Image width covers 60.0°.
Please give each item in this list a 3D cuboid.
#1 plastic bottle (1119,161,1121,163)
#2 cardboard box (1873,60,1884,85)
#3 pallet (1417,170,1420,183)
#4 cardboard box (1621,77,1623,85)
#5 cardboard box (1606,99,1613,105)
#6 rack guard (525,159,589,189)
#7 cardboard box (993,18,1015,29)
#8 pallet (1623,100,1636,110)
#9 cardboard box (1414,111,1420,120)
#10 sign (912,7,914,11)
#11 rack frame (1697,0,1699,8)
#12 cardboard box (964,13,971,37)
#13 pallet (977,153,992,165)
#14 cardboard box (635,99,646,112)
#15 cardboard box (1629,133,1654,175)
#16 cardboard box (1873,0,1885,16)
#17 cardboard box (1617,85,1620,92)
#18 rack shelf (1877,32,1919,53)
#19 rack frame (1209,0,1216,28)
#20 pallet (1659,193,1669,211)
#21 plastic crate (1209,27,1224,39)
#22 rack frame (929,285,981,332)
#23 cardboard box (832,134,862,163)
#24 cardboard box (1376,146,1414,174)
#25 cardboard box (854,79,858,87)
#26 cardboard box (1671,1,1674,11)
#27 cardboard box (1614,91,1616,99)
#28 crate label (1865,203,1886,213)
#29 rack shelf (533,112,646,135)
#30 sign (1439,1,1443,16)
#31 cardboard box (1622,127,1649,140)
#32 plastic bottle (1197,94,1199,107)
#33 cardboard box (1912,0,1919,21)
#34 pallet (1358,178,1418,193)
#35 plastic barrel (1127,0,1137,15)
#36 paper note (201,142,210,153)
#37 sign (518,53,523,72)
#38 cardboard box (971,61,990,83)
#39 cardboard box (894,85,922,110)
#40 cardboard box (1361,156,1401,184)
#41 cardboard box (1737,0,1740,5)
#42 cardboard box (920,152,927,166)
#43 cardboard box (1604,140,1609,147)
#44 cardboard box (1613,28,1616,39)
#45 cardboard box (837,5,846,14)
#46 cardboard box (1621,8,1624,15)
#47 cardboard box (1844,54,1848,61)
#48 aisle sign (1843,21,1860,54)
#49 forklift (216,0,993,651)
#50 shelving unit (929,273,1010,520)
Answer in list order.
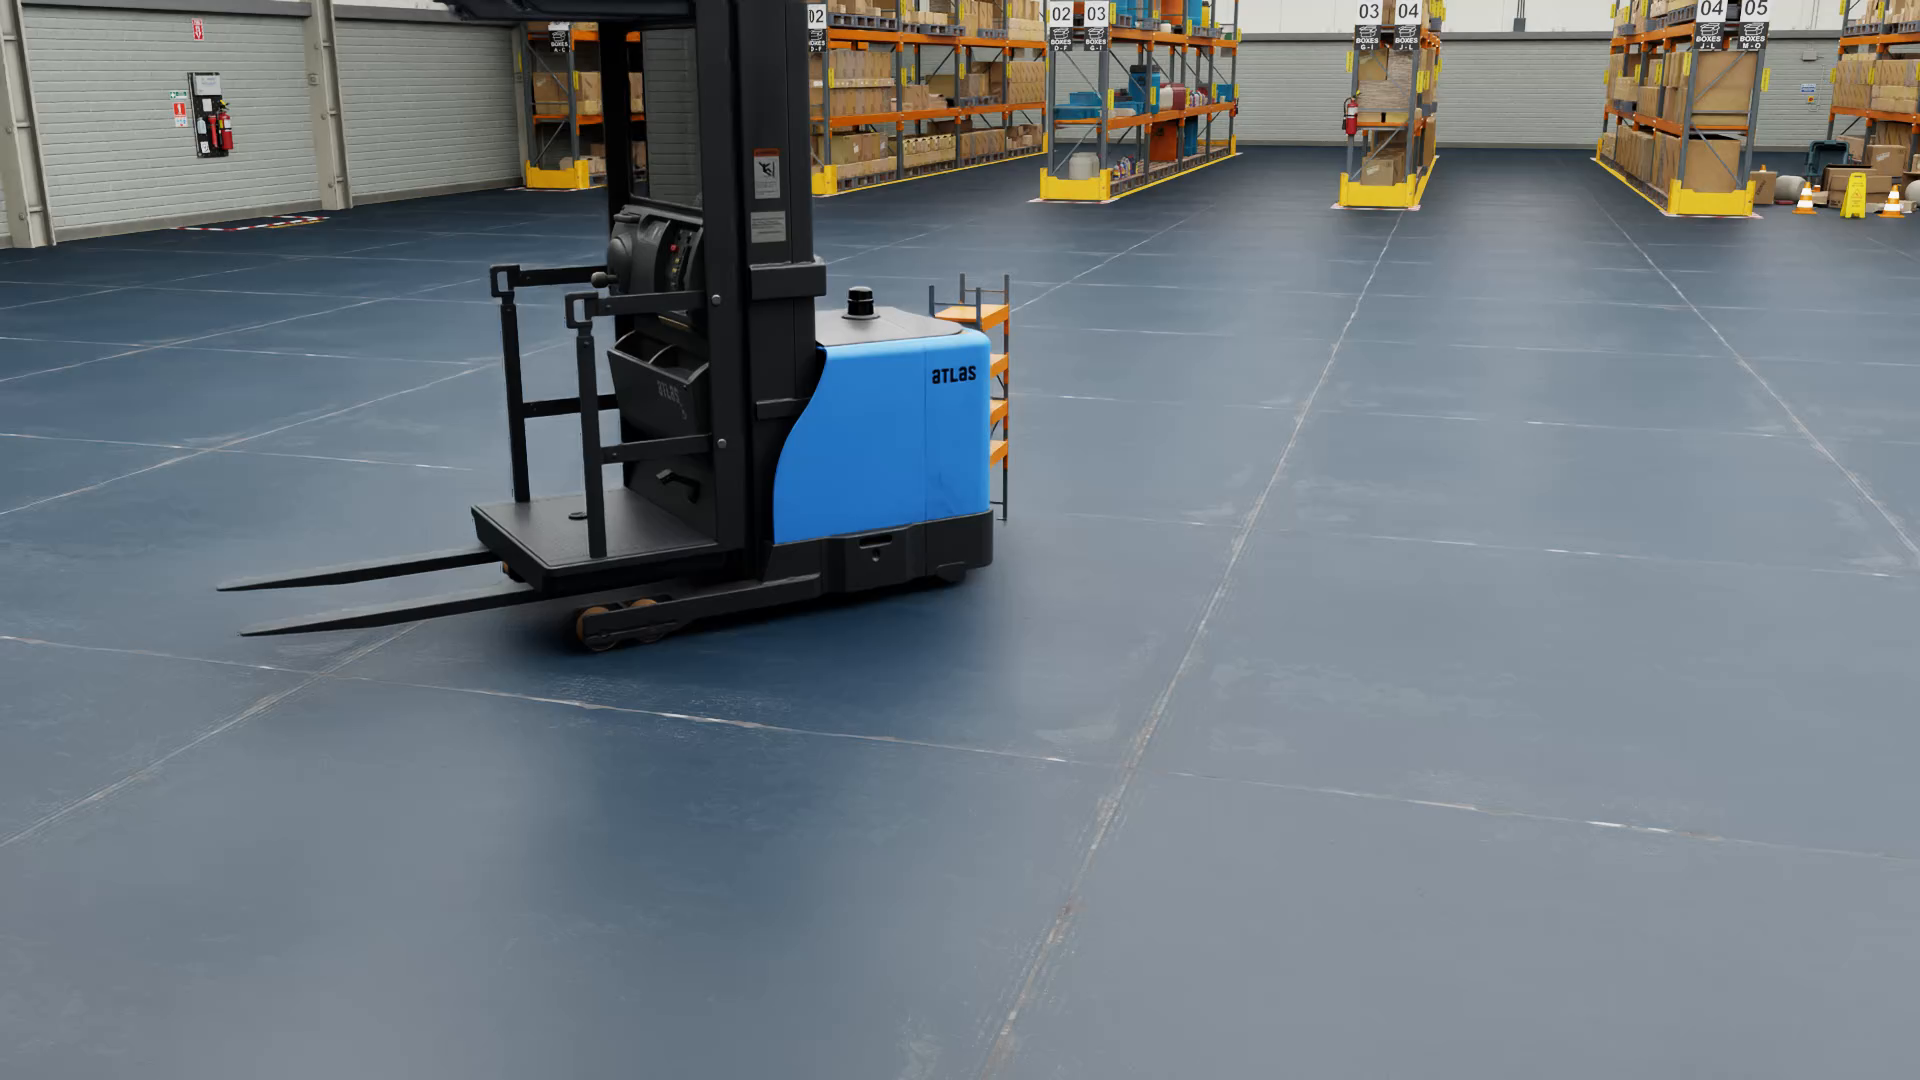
[{"bbox_3d":[2.957,-6.861,30.693,0.061,0.283,0.133,5,16,16],"label":"plastic bottle"},{"bbox_3d":[19.239,-9.657,34.364,0.500,0.500,0.500,5,17,17],"label":"cardboard box"},{"bbox_3d":[8.429,-7.079,32.399,1.003,0.211,1.213,5,16,16],"label":"pallet"},{"bbox_3d":[13.945,-9.540,34.567,0.380,0.149,0.250,5,17,18],"label":"cardboard box"},{"bbox_3d":[15.435,-10.308,39.136,0.380,0.149,0.250,4,16,14],"label":"cardboard box"},{"bbox_3d":[-7.498,-6.819,30.956,1.175,0.500,0.348,5,16,16],"label":"rack guard"},{"bbox_3d":[1.017,-12.478,40.186,0.500,0.250,0.500,5,16,16],"label":"cardboard box"},{"bbox_3d":[14.251,-8.960,34.275,1.003,0.211,1.213,5,16,16],"label":"pallet"},{"bbox_3d":[7.556,-7.170,28.071,0.380,0.149,0.250,5,16,16],"label":"cardboard box"},{"bbox_3d":[-1.015,-11.446,36.243,0.100,0.325,0.005,5,16,16],"label":"sign"},{"bbox_3d":[11.454,-9.325,24.214,1.000,3.000,0.127,5,16,16],"label":"rack frame"},{"bbox_3d":[-0.259,-11.453,37.032,0.910,0.500,0.500,5,16,16],"label":"cardboard box"},{"bbox_3d":[0.101,-8.881,38.753,1.003,0.211,1.213,5,16,16],"label":"pallet"},{"bbox_3d":[-6.505,-8.576,32.807,0.500,0.250,0.500,5,16,16],"label":"cardboard box"},{"bbox_3d":[13.223,-7.270,31.317,1.050,0.750,0.750,5,17,17],"label":"cardboard box"},{"bbox_3d":[19.992,-11.319,35.600,0.797,0.503,0.637,6,17,20],"label":"cardboard box"},{"bbox_3d":[14.094,-9.531,35.082,0.380,0.149,0.250,4,16,13],"label":"cardboard box"},{"bbox_3d":[19.071,-9.795,32.685,1.077,0.370,4.000,5,16,16],"label":"rack shelf"},{"bbox_3d":[5.389,-13.259,38.086,1.000,3.000,0.127,5,16,16],"label":"rack frame"},{"bbox_3d":[11.607,-5.312,26.172,1.003,0.211,1.213,5,16,16],"label":"pallet"},{"bbox_3d":[6.005,-12.057,39.584,0.497,0.269,0.590,5,16,16],"label":"plastic crate"},{"bbox_3d":[-0.022,-0.557,7.593,0.240,1.200,0.015,5,16,16],"label":"rack frame"},{"bbox_3d":[-2.133,-7.245,30.770,0.500,0.500,0.500,5,16,16],"label":"cardboard box"},{"bbox_3d":[8.213,-7.188,31.448,0.700,0.500,0.500,5,16,16],"label":"cardboard box"},{"bbox_3d":[-2.087,-8.402,30.583,0.380,0.149,0.250,4,16,15],"label":"cardboard box"},{"bbox_3d":[12.018,-8.856,27.564,0.380,0.149,0.250,5,16,16],"label":"cardboard box"},{"bbox_3d":[14.312,-9.592,35.841,0.380,0.149,0.250,4,16,13],"label":"cardboard box"},{"bbox_3d":[14.118,-5.124,25.644,0.250,0.136,0.298,-4,16,-13],"label":"crate label"},{"bbox_3d":[-6.951,-8.179,32.488,1.077,0.370,4.000,5,16,16],"label":"rack shelf"},{"bbox_3d":[10.661,-11.793,36.888,0.100,0.325,0.005,5,16,16],"label":"sign"},{"bbox_3d":[14.103,-8.493,34.712,0.500,0.250,0.500,5,17,18],"label":"cardboard box"},{"bbox_3d":[5.340,-9.958,37.668,0.152,0.276,0.135,5,16,16],"label":"plastic bottle"},{"bbox_3d":[18.602,-10.141,31.636,0.700,0.500,0.500,4,16,13],"label":"cardboard box"},{"bbox_3d":[7.707,-6.376,29.923,1.003,0.211,1.213,5,16,16],"label":"pallet"},{"bbox_3d":[3.052,-10.114,31.576,0.600,0.901,0.708,5,16,16],"label":"plastic barrel"},{"bbox_3d":[-10.711,-5.574,23.599,0.016,0.148,0.142,5,16,16],"label":"paper note"},{"bbox_3d":[-8.046,-8.759,30.514,0.100,0.325,0.005,5,16,16],"label":"sign"},{"bbox_3d":[0.537,-11.440,40.650,0.500,0.500,0.500,5,17,16],"label":"cardboard box"},{"bbox_3d":[-1.106,-9.182,34.522,0.500,0.500,0.500,5,16,16],"label":"cardboard box"},{"bbox_3d":[7.058,-6.170,27.898,0.500,0.500,0.500,10,18,30],"label":"cardboard box"},{"bbox_3d":[11.931,-8.143,25.051,0.380,0.149,0.250,5,17,16],"label":"cardboard box"},{"bbox_3d":[-0.989,-7.900,34.455,0.500,0.250,0.500,4,16,14],"label":"cardboard box"},{"bbox_3d":[15.313,-9.284,38.975,0.380,0.149,0.250,5,17,18],"label":"cardboard box"},{"bbox_3d":[15.629,-11.898,39.058,0.500,0.250,0.500,5,17,18],"label":"cardboard box"},{"bbox_3d":[-2.266,-9.505,29.779,0.380,0.149,0.250,5,16,16],"label":"cardboard box"},{"bbox_3d":[15.087,-11.893,37.392,0.380,0.149,0.250,4,16,15],"label":"cardboard box"},{"bbox_3d":[20.220,-10.904,37.571,0.380,0.149,0.250,5,17,18],"label":"cardboard box"},{"bbox_3d":[20.518,-11.559,38.322,0.394,0.787,0.004,5,16,16],"label":"aisle sign"},{"bbox_3d":[-1.389,-1.151,6.516,3.031,2.935,1.130,-9,18,-29],"label":"forklift"},{"bbox_3d":[0.047,-0.621,7.818,0.258,1.200,0.503,5,16,16],"label":"shelving unit"}]
